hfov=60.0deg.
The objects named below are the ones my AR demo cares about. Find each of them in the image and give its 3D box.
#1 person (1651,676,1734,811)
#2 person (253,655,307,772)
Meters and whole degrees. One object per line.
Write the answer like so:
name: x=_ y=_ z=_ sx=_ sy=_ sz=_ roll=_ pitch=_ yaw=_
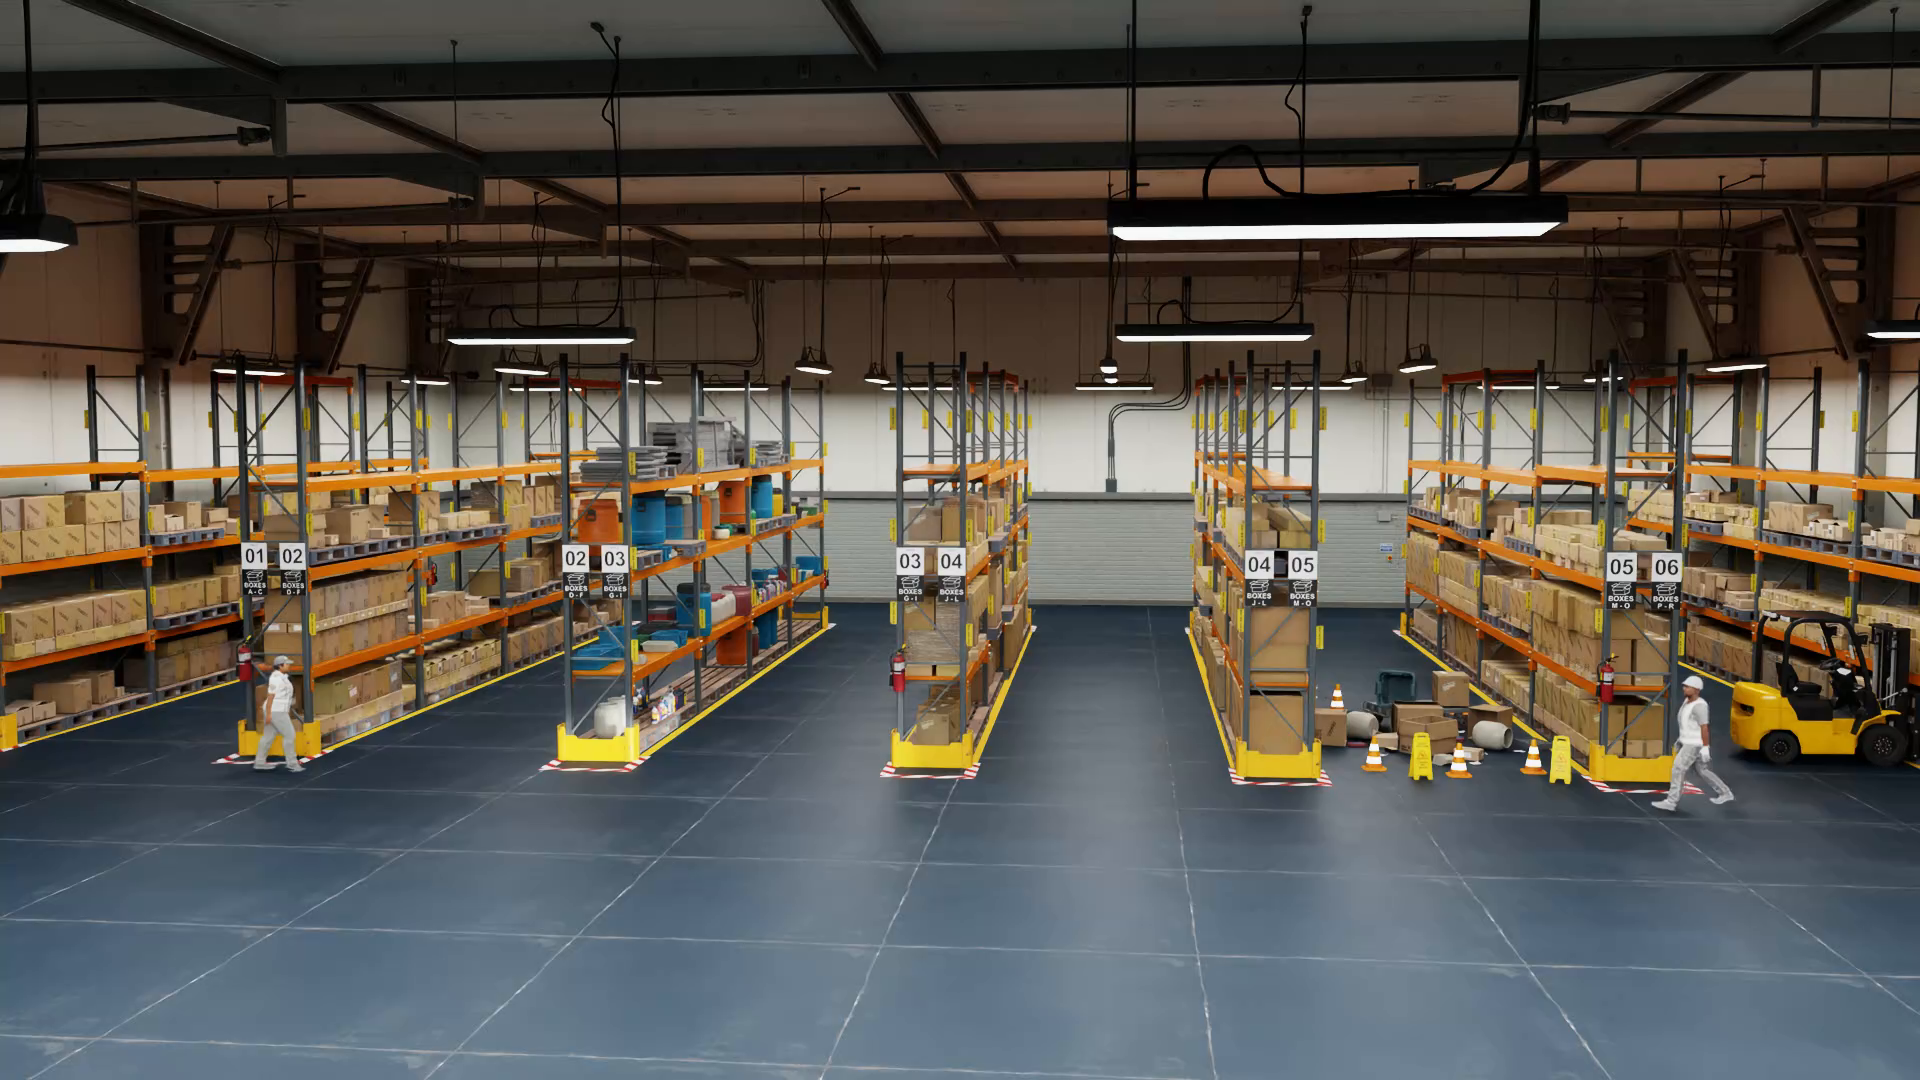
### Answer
person: x=9.433 y=2.612 z=21.354 sx=1.065 sy=1.745 sz=0.552 roll=1 pitch=4 yaw=8
person: x=-9.795 y=2.498 z=23.898 sx=0.703 sy=1.683 sz=0.493 roll=-2 pitch=4 yaw=-24
